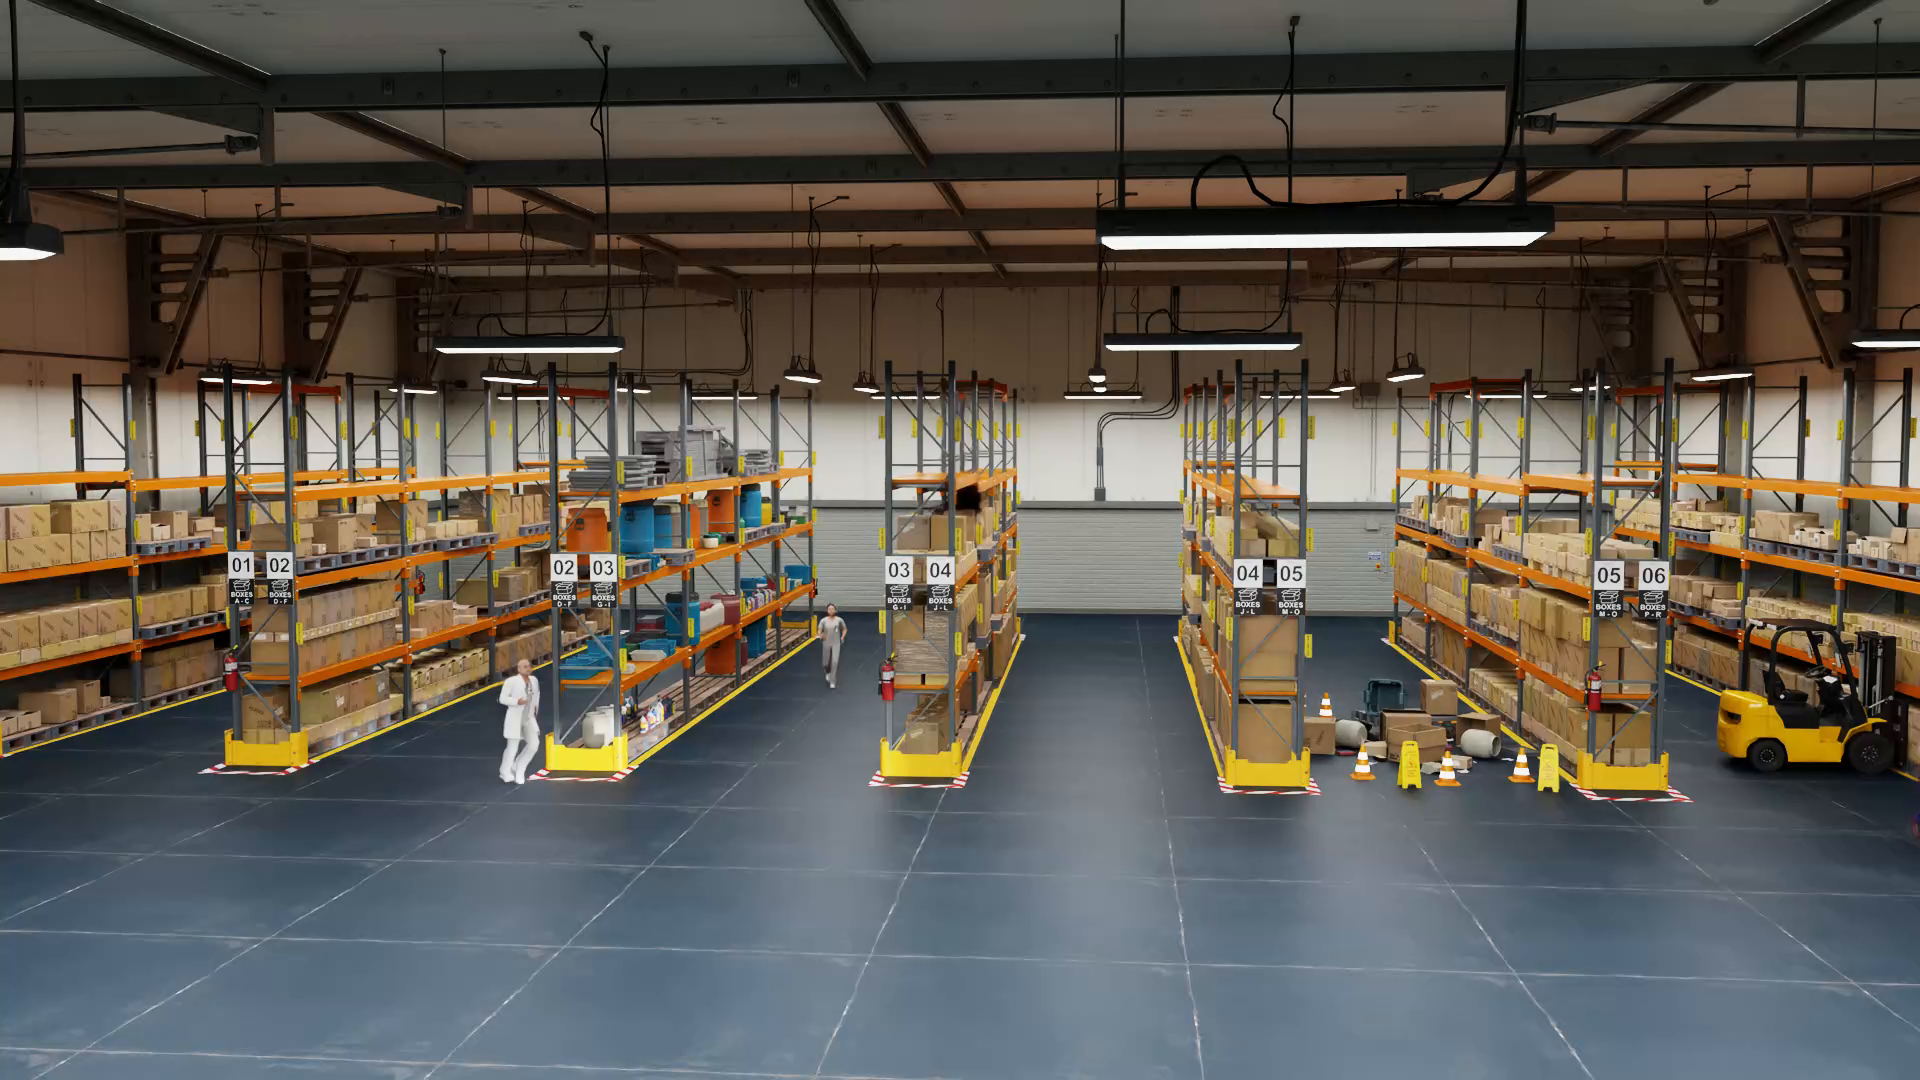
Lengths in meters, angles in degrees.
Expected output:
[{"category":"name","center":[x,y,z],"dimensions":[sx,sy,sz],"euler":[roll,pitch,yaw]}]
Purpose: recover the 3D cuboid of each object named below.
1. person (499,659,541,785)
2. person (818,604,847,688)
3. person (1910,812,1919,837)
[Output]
[{"category":"person","center":[-6.187,2.587,23.593],"dimensions":[0.710,1.792,0.756],"euler":[-3,5,-42]},{"category":"person","center":[-2.489,2.052,32.465],"dimensions":[0.574,1.628,0.758],"euler":[0,4,-3]},{"category":"person","center":[11.669,2.949,19.650],"dimensions":[0.615,1.609,0.895],"euler":[-1,4,-18]}]
